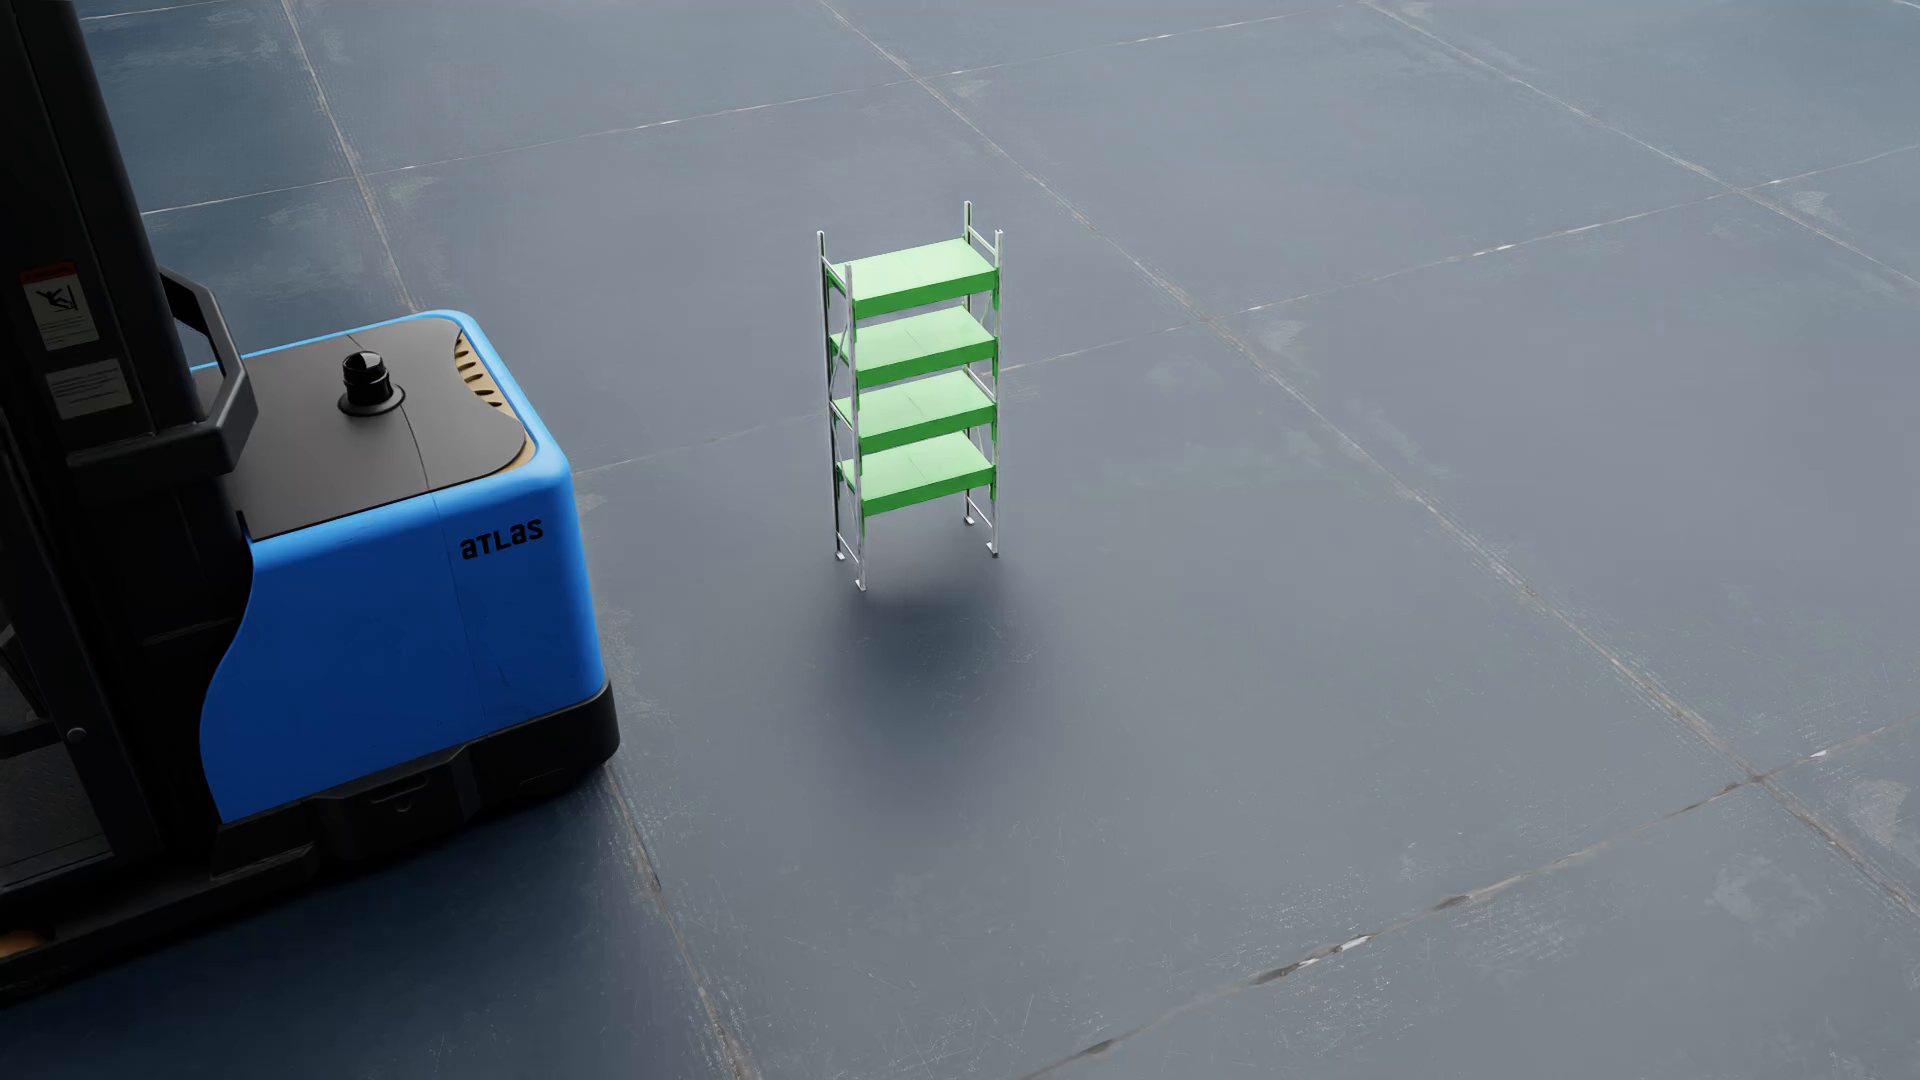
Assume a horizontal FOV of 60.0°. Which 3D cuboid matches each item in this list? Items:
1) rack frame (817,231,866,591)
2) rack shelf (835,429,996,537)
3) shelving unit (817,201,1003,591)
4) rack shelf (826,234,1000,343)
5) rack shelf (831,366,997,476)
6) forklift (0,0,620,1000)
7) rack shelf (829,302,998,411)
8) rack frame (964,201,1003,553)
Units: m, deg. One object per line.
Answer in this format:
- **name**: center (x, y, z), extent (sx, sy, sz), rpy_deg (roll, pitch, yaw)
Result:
- **rack frame**: center (-0.371, -0.378, 5.253), extent (0.015, 1.200, 0.240), rpy_deg (-16, 39, -20)
- **rack shelf**: center (-0.150, -0.196, 5.517), extent (0.480, 0.148, 0.258), rpy_deg (-16, 39, -20)
- **shelving unit**: center (-0.150, -0.440, 5.336), extent (0.503, 1.200, 0.258), rpy_deg (-16, 39, -20)
- **rack shelf**: center (-0.150, -0.774, 5.088), extent (0.480, 0.148, 0.258), rpy_deg (-16, 39, -20)
- **rack shelf**: center (-0.150, -0.389, 5.374), extent (0.480, 0.148, 0.258), rpy_deg (-16, 39, -20)
- **forklift**: center (-2.528, -0.334, 3.740), extent (3.031, 2.935, 1.130), rpy_deg (-18, 40, -23)
- **rack shelf**: center (-0.150, -0.581, 5.231), extent (0.480, 0.148, 0.258), rpy_deg (-16, 39, -20)
- **rack frame**: center (0.071, -0.502, 5.419), extent (0.015, 1.200, 0.240), rpy_deg (-16, 39, -20)
